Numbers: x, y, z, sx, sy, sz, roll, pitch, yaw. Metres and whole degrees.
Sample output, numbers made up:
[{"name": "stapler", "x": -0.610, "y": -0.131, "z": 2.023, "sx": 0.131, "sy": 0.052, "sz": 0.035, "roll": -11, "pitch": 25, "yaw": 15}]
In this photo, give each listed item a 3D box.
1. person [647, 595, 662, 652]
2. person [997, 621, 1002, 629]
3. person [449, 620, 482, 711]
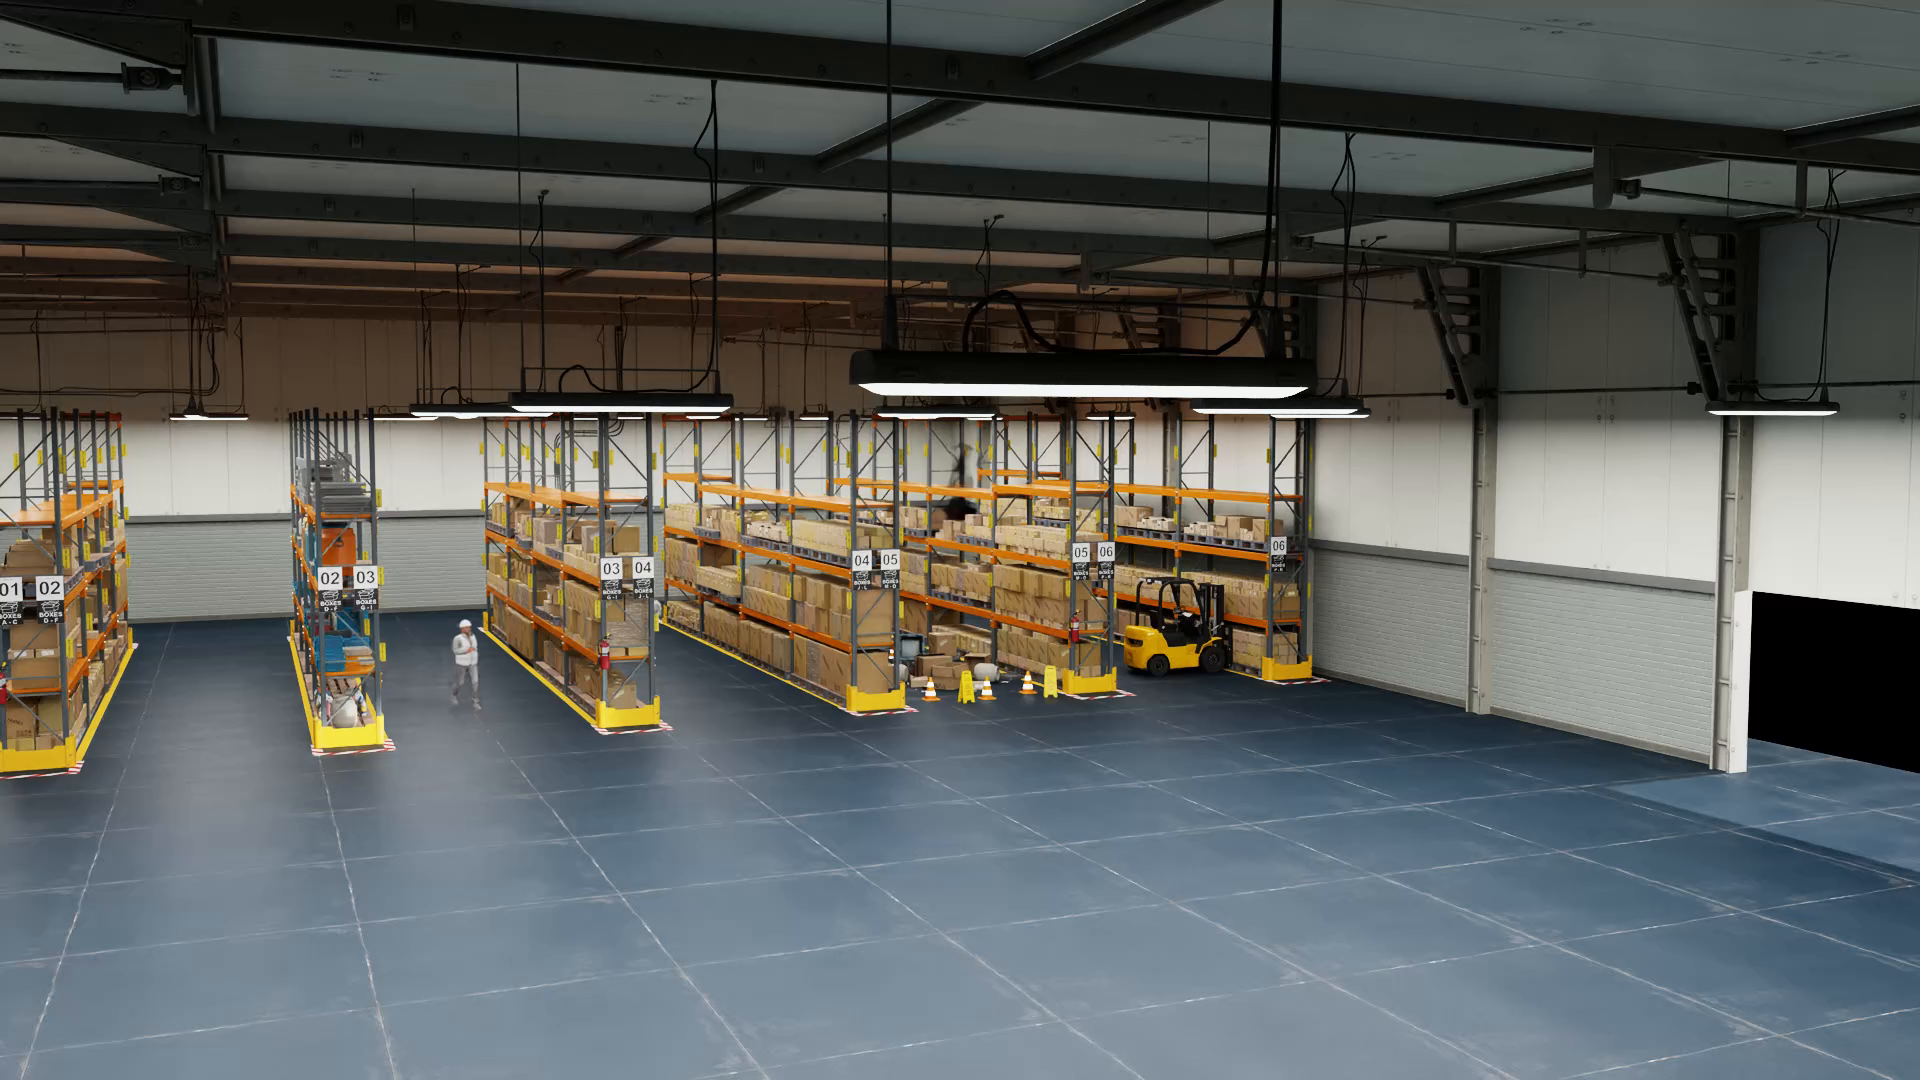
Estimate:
[{"name": "person", "x": -7.605, "y": 2.096, "z": 40.137, "sx": 0.753, "sy": 1.744, "sz": 0.999, "roll": -3, "pitch": 5, "yaw": -32}, {"name": "person", "x": 1.149, "y": 1.783, "z": 43.448, "sx": 0.671, "sy": 1.783, "sz": 0.874, "roll": -2, "pitch": 4, "yaw": -21}, {"name": "person", "x": -9.891, "y": 2.480, "z": 33.241, "sx": 0.948, "sy": 1.783, "sz": 0.644, "roll": 4, "pitch": 5, "yaw": 41}]
